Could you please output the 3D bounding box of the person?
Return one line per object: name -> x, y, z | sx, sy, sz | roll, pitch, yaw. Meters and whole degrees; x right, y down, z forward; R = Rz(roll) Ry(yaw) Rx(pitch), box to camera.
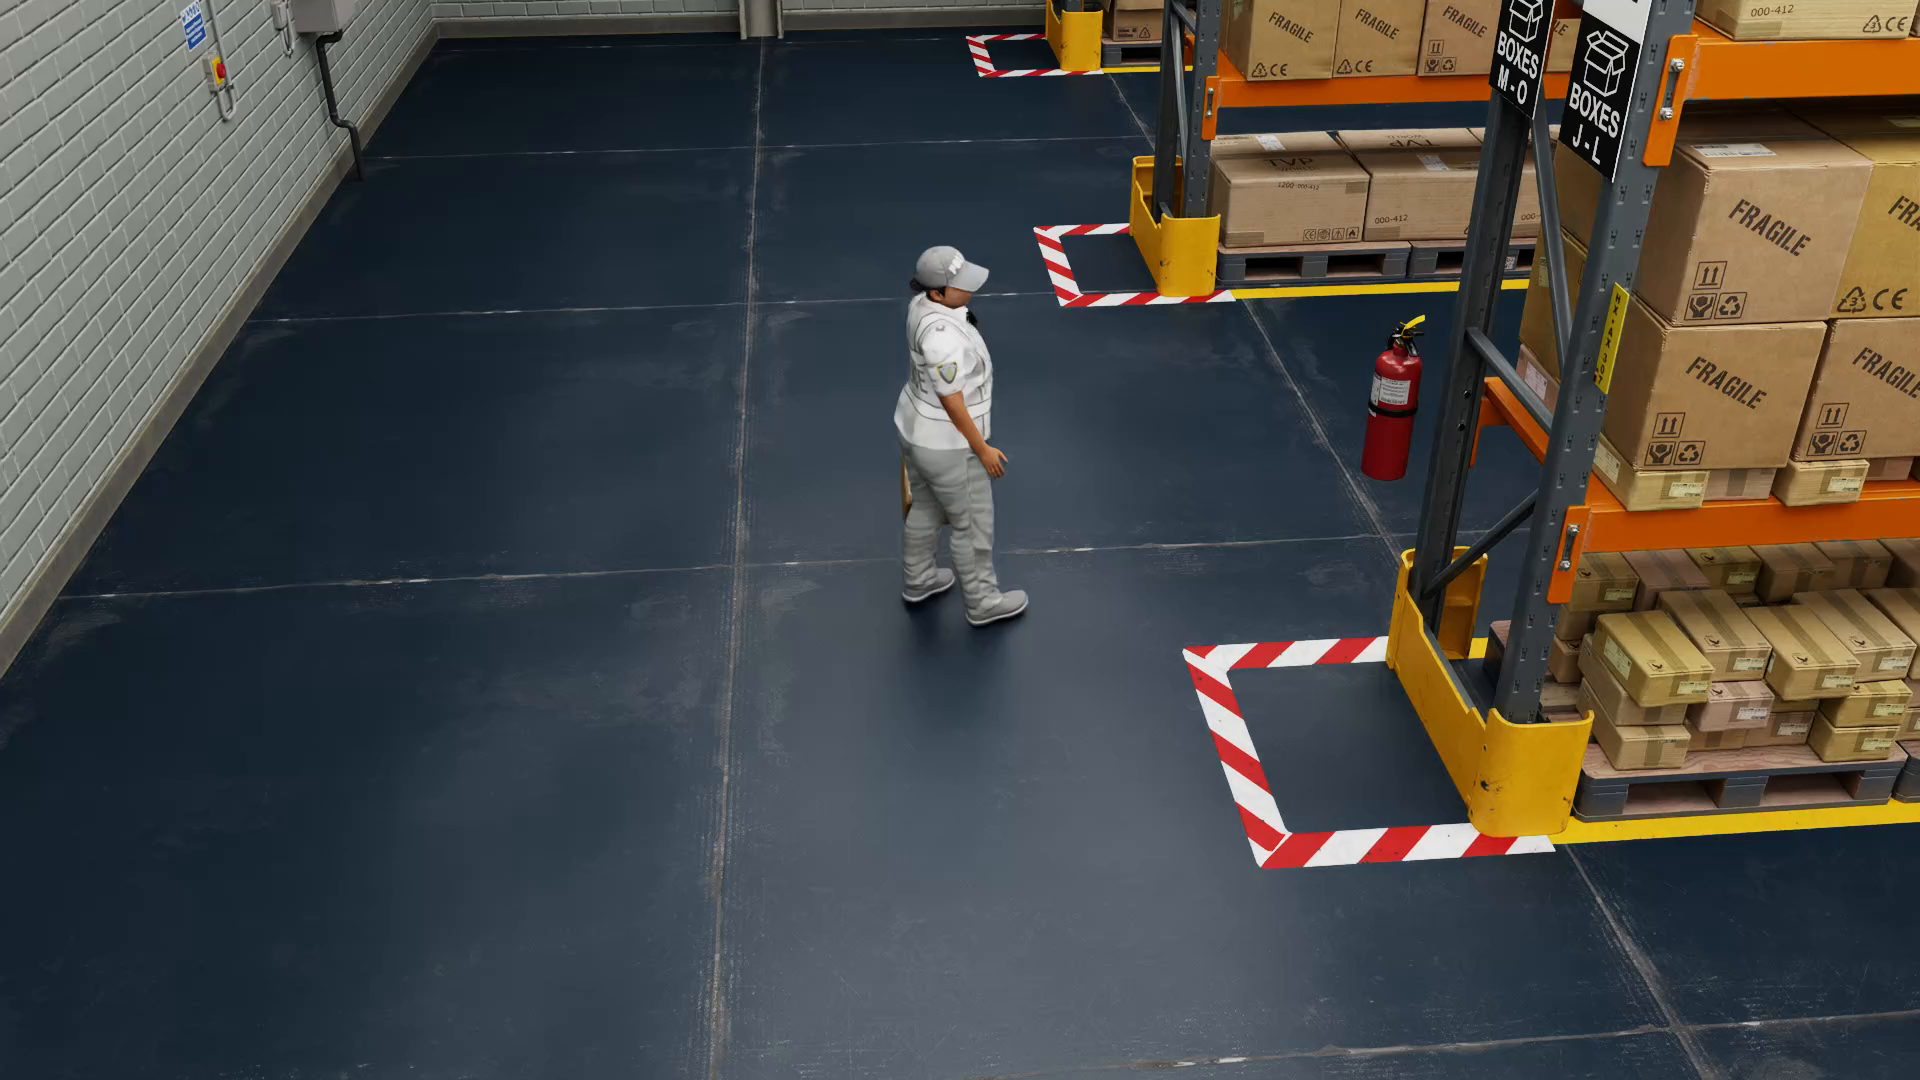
person -> 0.009, -0.430, 6.802 | 0.534, 1.670, 0.520 | -9, 32, -15
